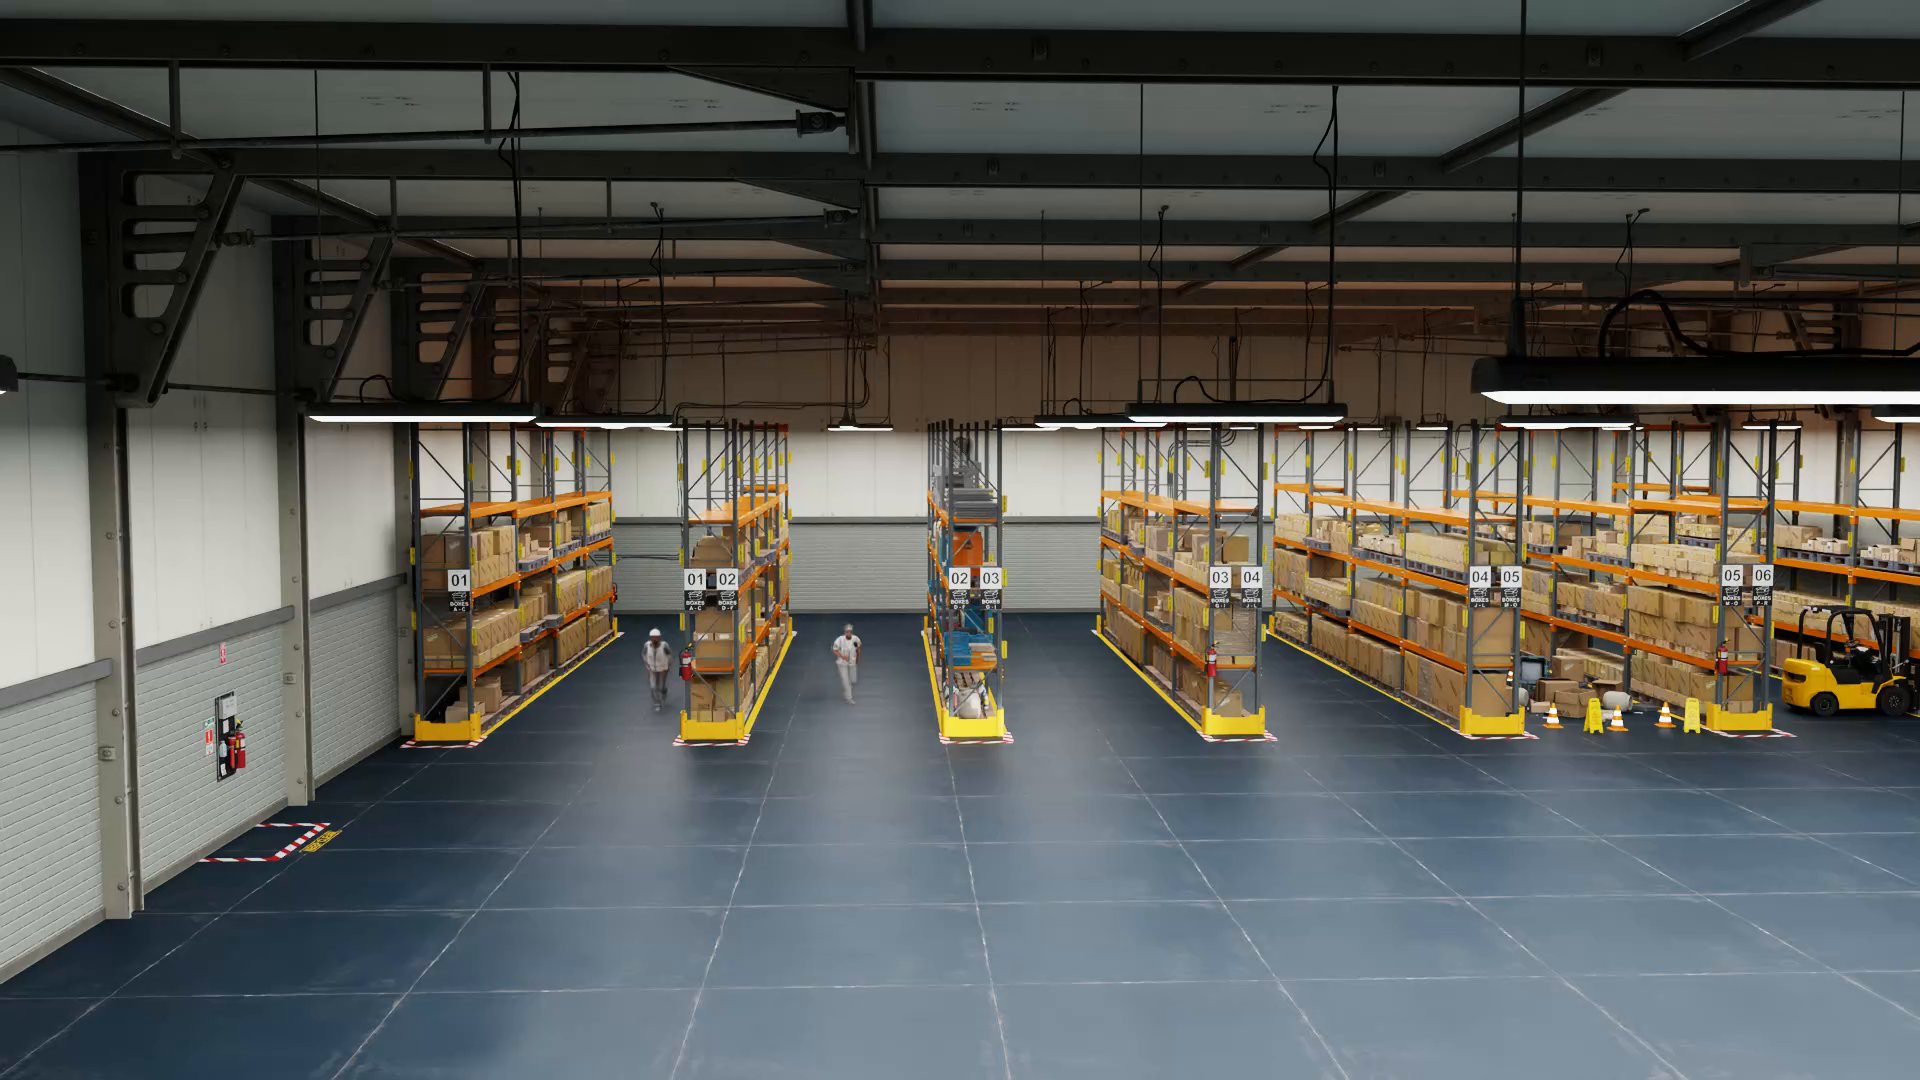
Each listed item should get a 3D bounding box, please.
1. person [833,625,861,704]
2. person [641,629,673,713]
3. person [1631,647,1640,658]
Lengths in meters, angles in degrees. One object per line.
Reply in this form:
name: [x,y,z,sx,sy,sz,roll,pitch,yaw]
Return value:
person: [-2.389,2.618,35.240,0.649,1.714,0.763,-1,4,-15]
person: [-6.258,2.672,34.461,0.636,1.722,0.847,0,4,4]
person: [17.373,2.154,42.099,0.593,1.634,0.759,-1,4,-14]
